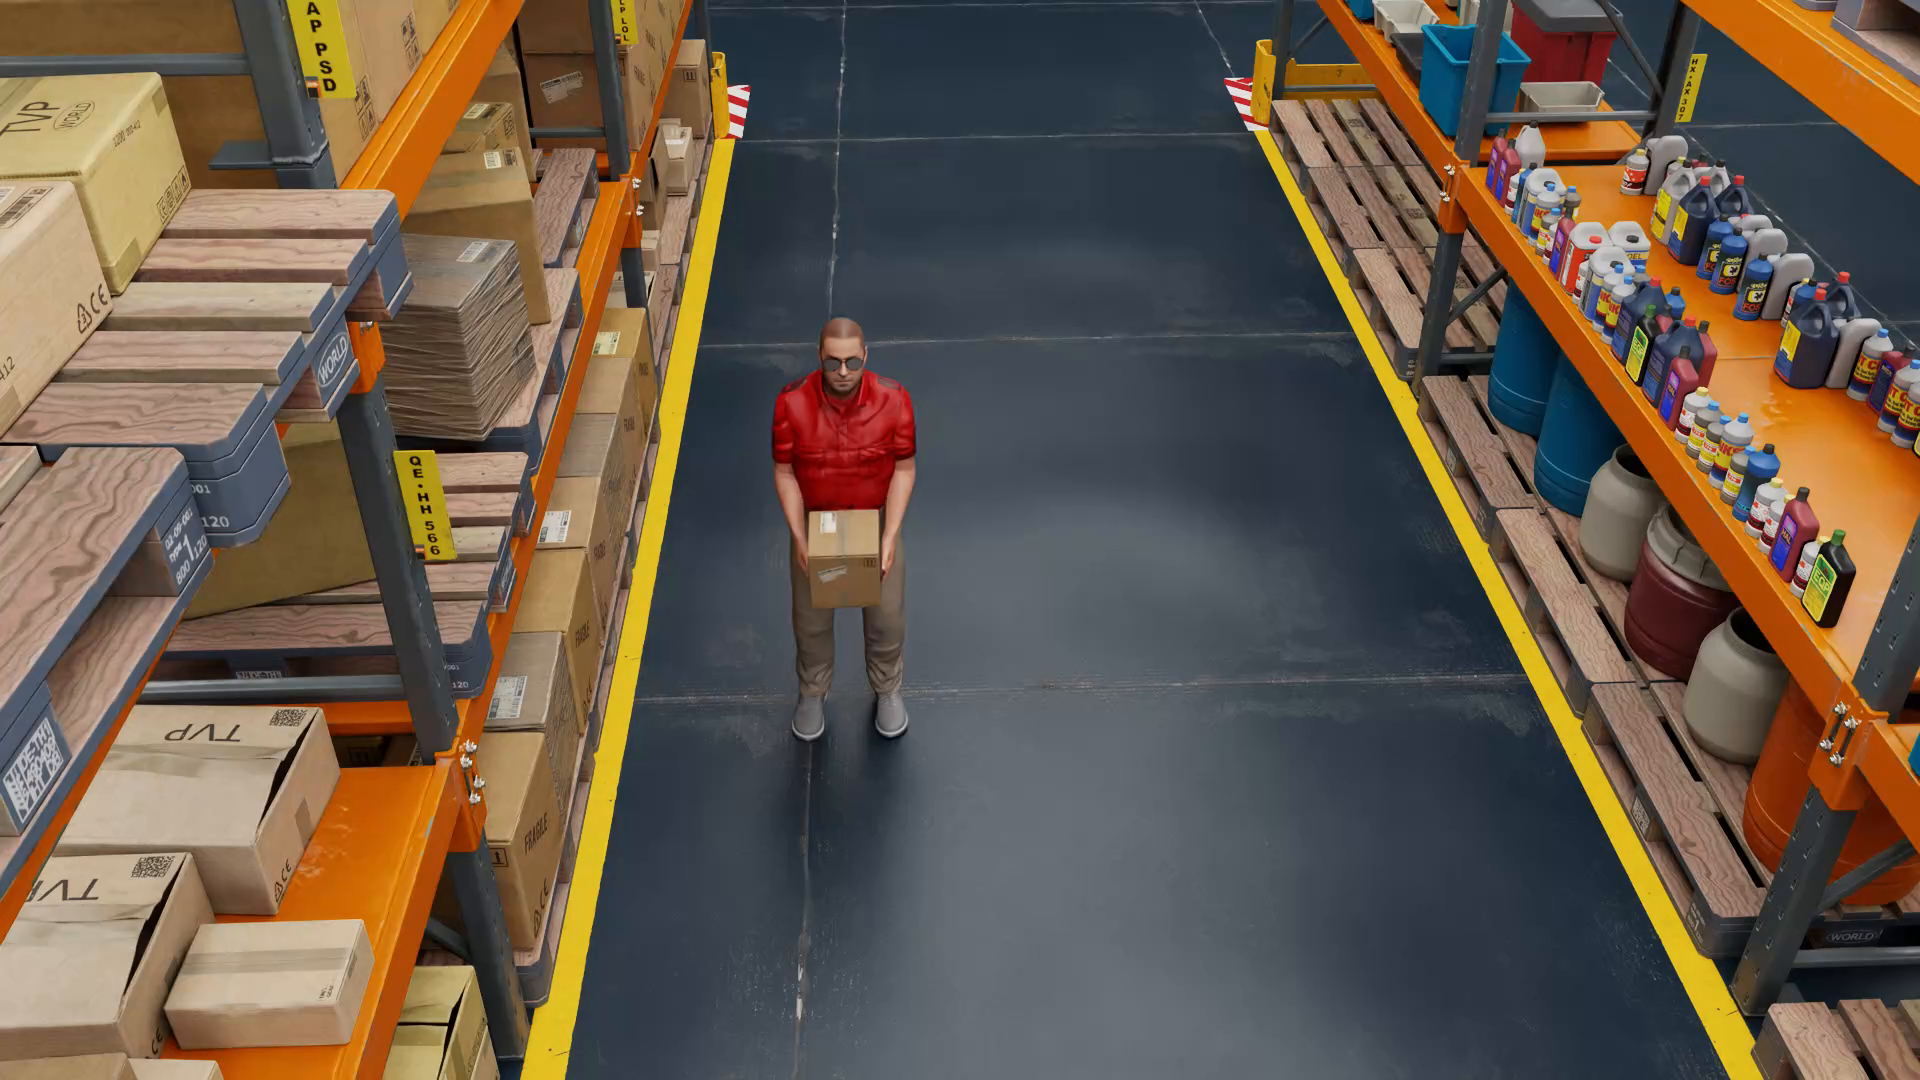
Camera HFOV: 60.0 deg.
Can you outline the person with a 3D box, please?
[{"bbox_3d":[-0.415,0.004,6.147,0.527,1.732,0.496,-1,35,-2],"label":"person"}]
